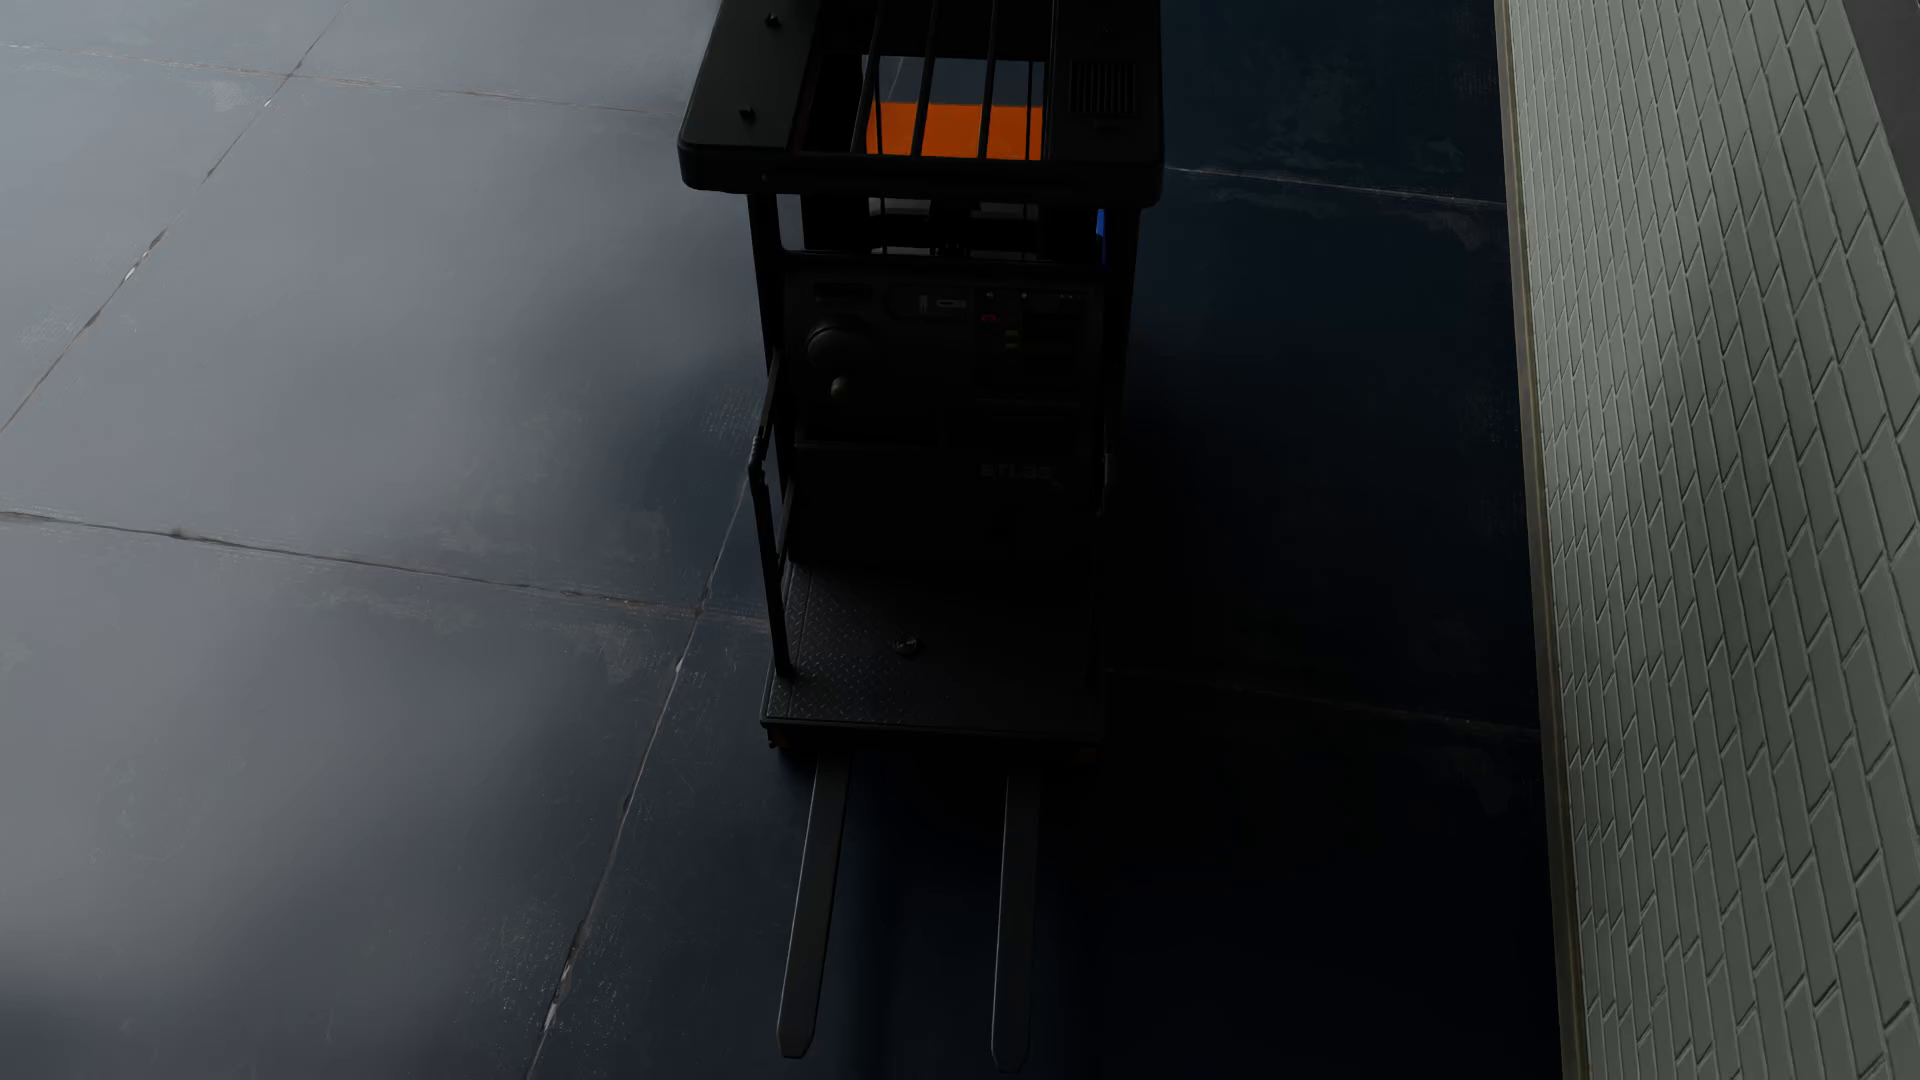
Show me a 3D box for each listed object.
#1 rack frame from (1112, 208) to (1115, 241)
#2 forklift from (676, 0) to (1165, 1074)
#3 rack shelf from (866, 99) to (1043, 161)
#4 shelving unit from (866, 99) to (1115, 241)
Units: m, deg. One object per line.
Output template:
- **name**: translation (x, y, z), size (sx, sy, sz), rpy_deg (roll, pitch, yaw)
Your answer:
- **rack frame**: translation (0.577, -1.217, 6.586), size (0.032, 1.125, 0.500), rpy_deg (2, 48, 2)
- **forklift**: translation (-0.062, -0.491, 4.721), size (1.130, 2.935, 3.031), rpy_deg (3, 48, 3)
- **rack shelf**: translation (0.069, -1.434, 6.388), size (1.000, 0.278, 0.538), rpy_deg (2, 48, 2)
- **shelving unit**: translation (0.069, -1.238, 6.605), size (1.048, 1.125, 0.538), rpy_deg (2, 48, 2)
